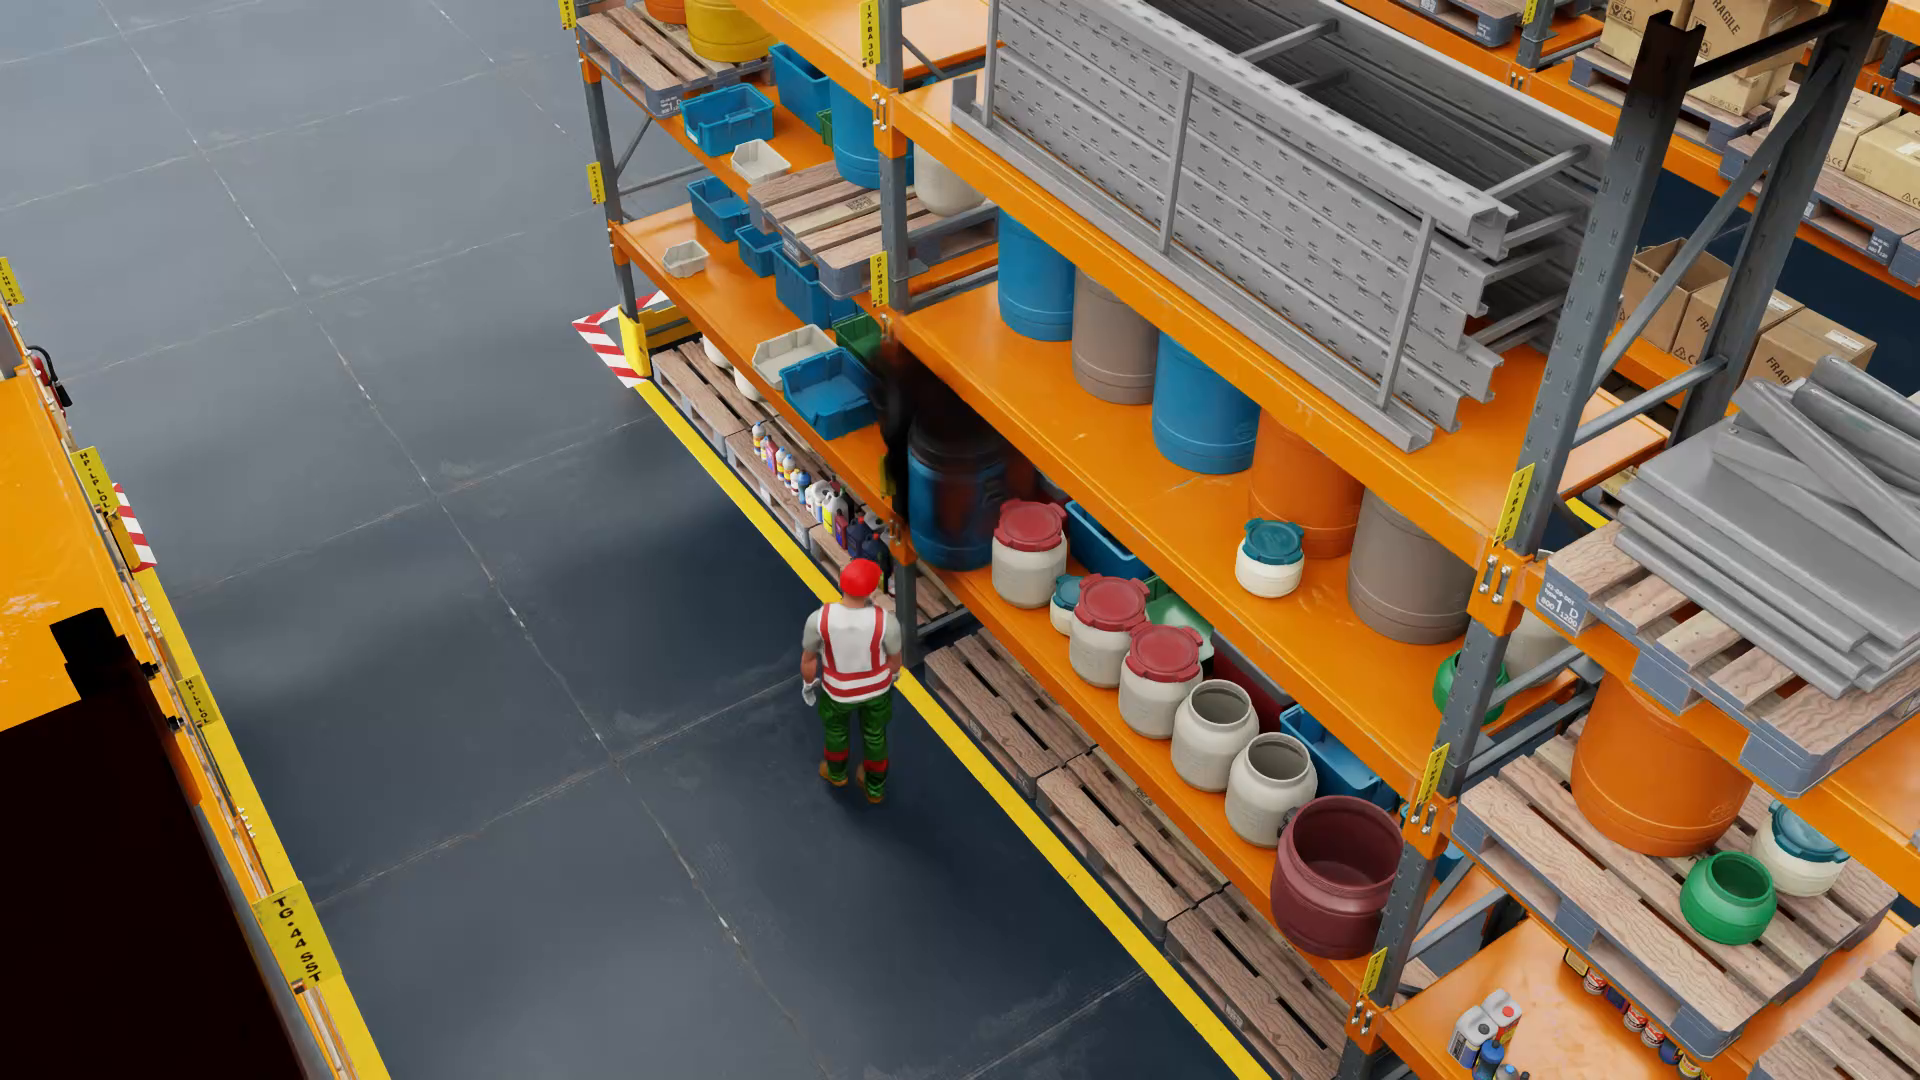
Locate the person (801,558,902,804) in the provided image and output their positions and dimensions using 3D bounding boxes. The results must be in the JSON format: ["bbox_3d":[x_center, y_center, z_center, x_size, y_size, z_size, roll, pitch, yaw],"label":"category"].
[{"bbox_3d":[-0.618,0.824,9.518,0.580,1.854,0.464,-11,44,-12],"label":"person"}]
